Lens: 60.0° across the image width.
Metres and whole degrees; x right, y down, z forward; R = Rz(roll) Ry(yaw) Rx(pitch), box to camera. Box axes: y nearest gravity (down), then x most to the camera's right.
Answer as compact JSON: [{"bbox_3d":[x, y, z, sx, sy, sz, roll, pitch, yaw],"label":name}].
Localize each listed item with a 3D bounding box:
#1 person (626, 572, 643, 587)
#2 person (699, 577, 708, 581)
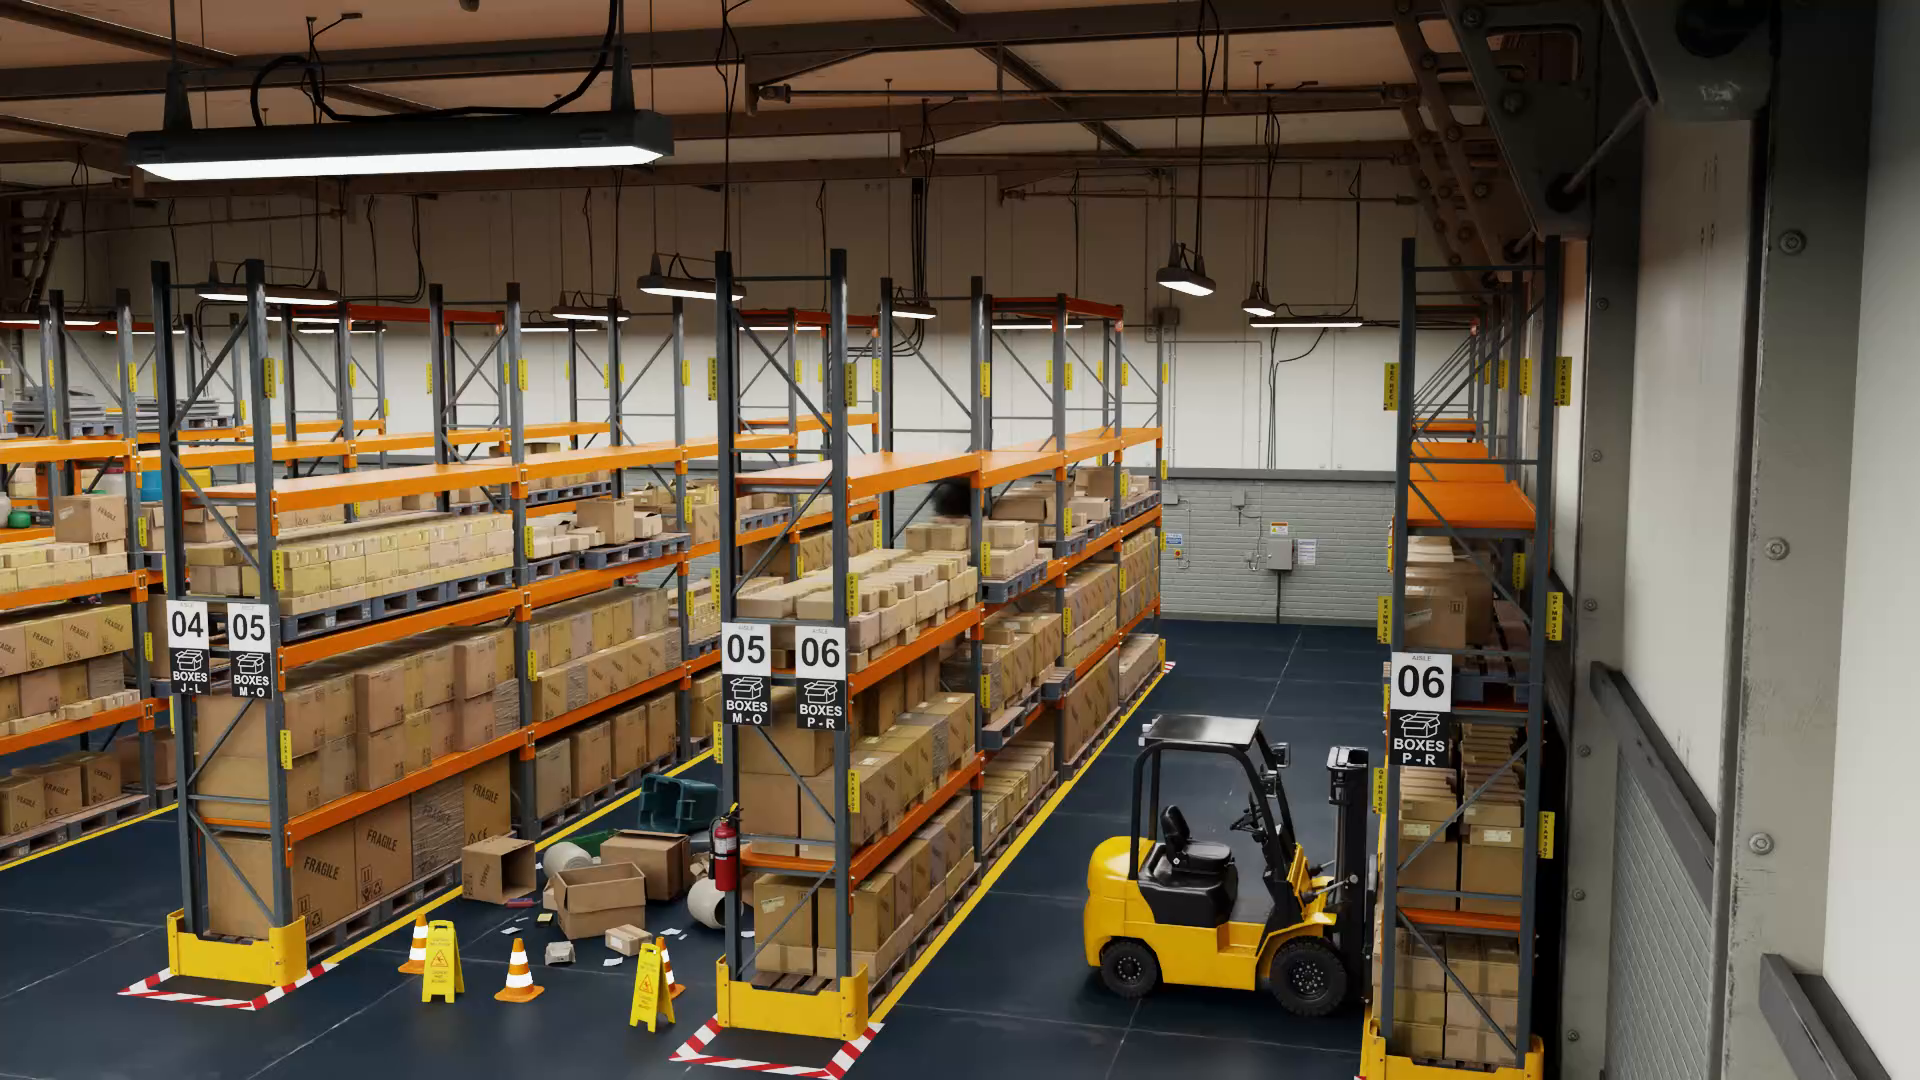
[{"bbox_3d":[-6.343,0.880,31.815,1.003,1.770,0.661,4,7,35],"label":"person"},{"bbox_3d":[-4.211,1.435,27.671,0.587,1.661,0.808,2,6,20],"label":"person"}]
